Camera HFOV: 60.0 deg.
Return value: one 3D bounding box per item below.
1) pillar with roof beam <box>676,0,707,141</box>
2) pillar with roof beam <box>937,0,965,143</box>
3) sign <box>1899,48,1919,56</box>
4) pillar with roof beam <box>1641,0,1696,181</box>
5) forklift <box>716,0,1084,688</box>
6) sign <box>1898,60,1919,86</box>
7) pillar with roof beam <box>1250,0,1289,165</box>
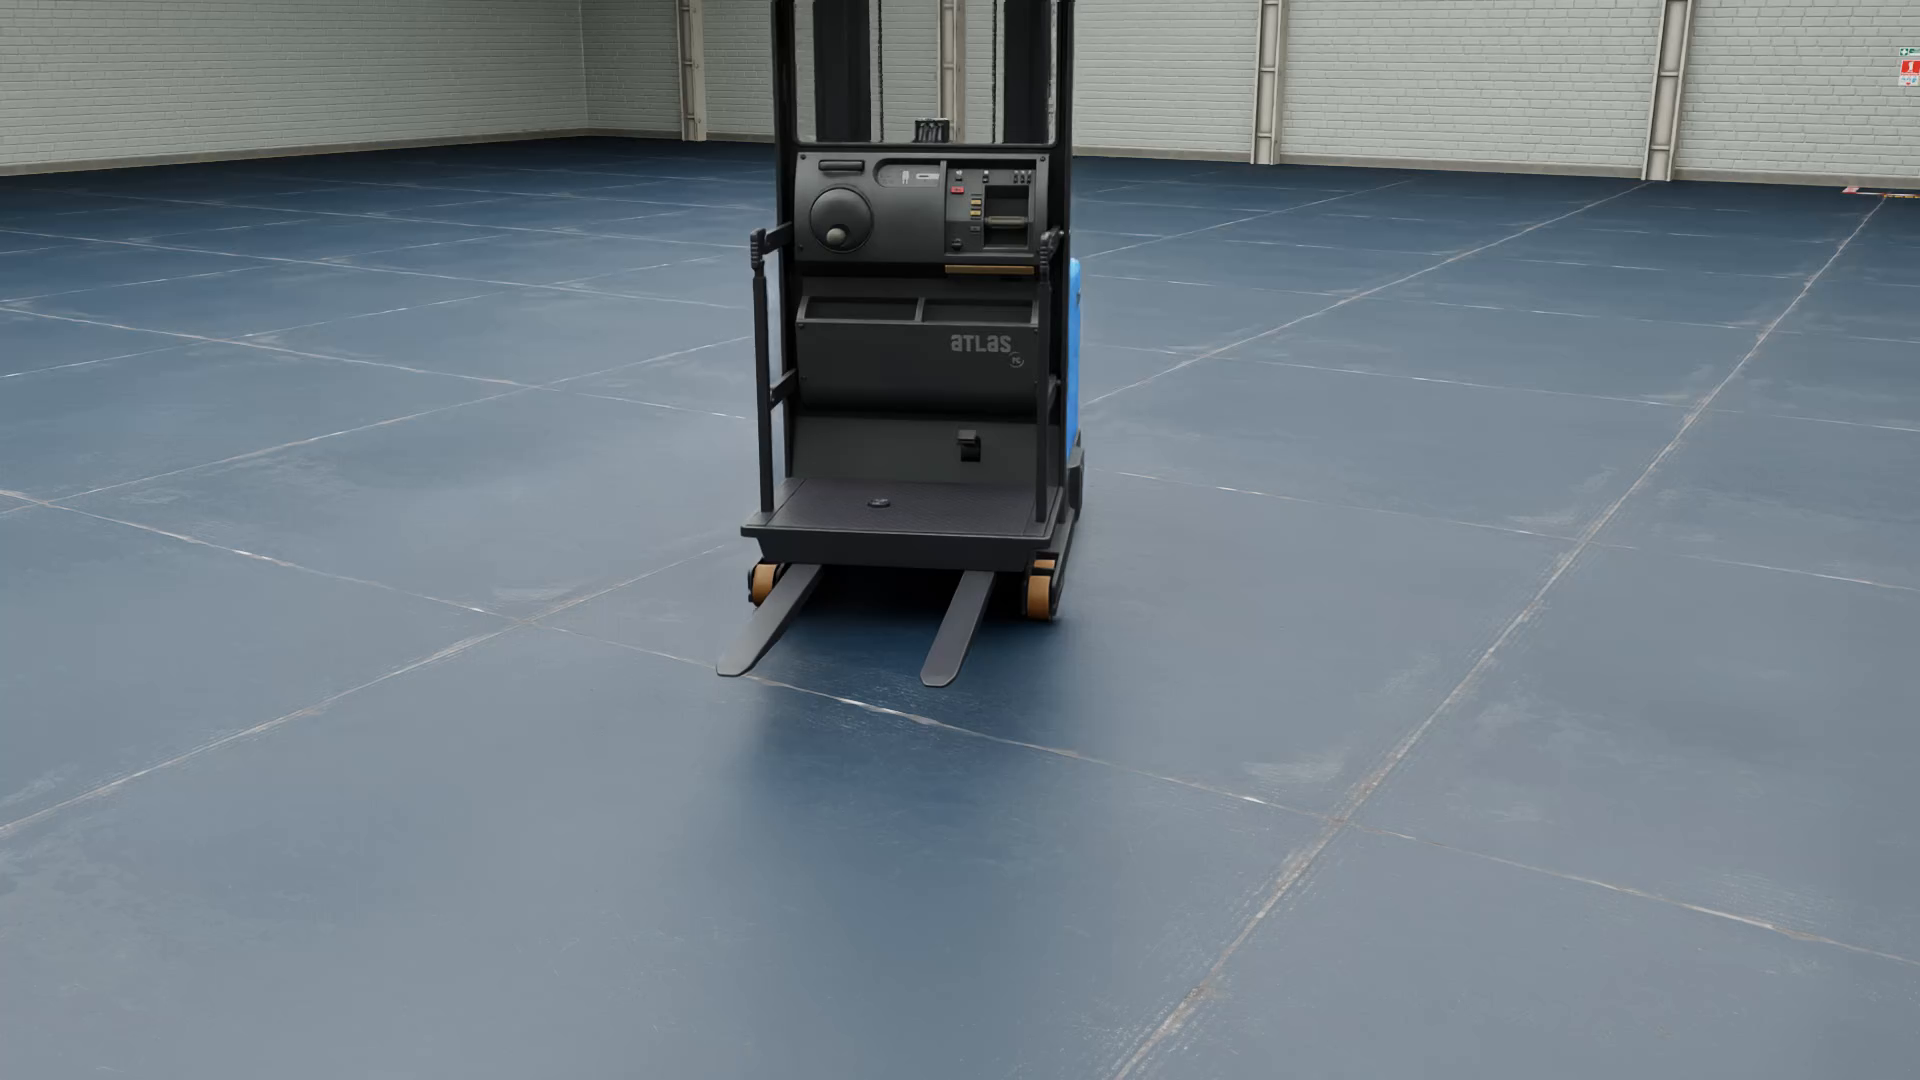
[{"bbox_3d":[-7.521,-11.180,28.204,0.400,9.000,9.100,10,20,30],"label":"pillar with roof beam"},{"bbox_3d":[-2.408,-10.268,25.200,0.400,9.000,9.100,10,20,30],"label":"pillar with roof beam"},{"bbox_3d":[12.679,-6.488,22.106,0.331,0.109,0.001,10,20,30],"label":"sign"},{"bbox_3d":[7.817,-8.442,19.191,0.400,9.000,9.100,10,20,30],"label":"pillar with roof beam"},{"bbox_3d":[-0.169,-1.221,5.859,1.130,2.935,3.031,2,17,7],"label":"forklift"},{"bbox_3d":[12.680,-6.237,22.193,0.234,0.329,0.001,10,20,30],"label":"sign"},{"bbox_3d":[2.704,-9.355,22.195,0.400,9.000,9.100,10,20,30],"label":"pillar with roof beam"}]
